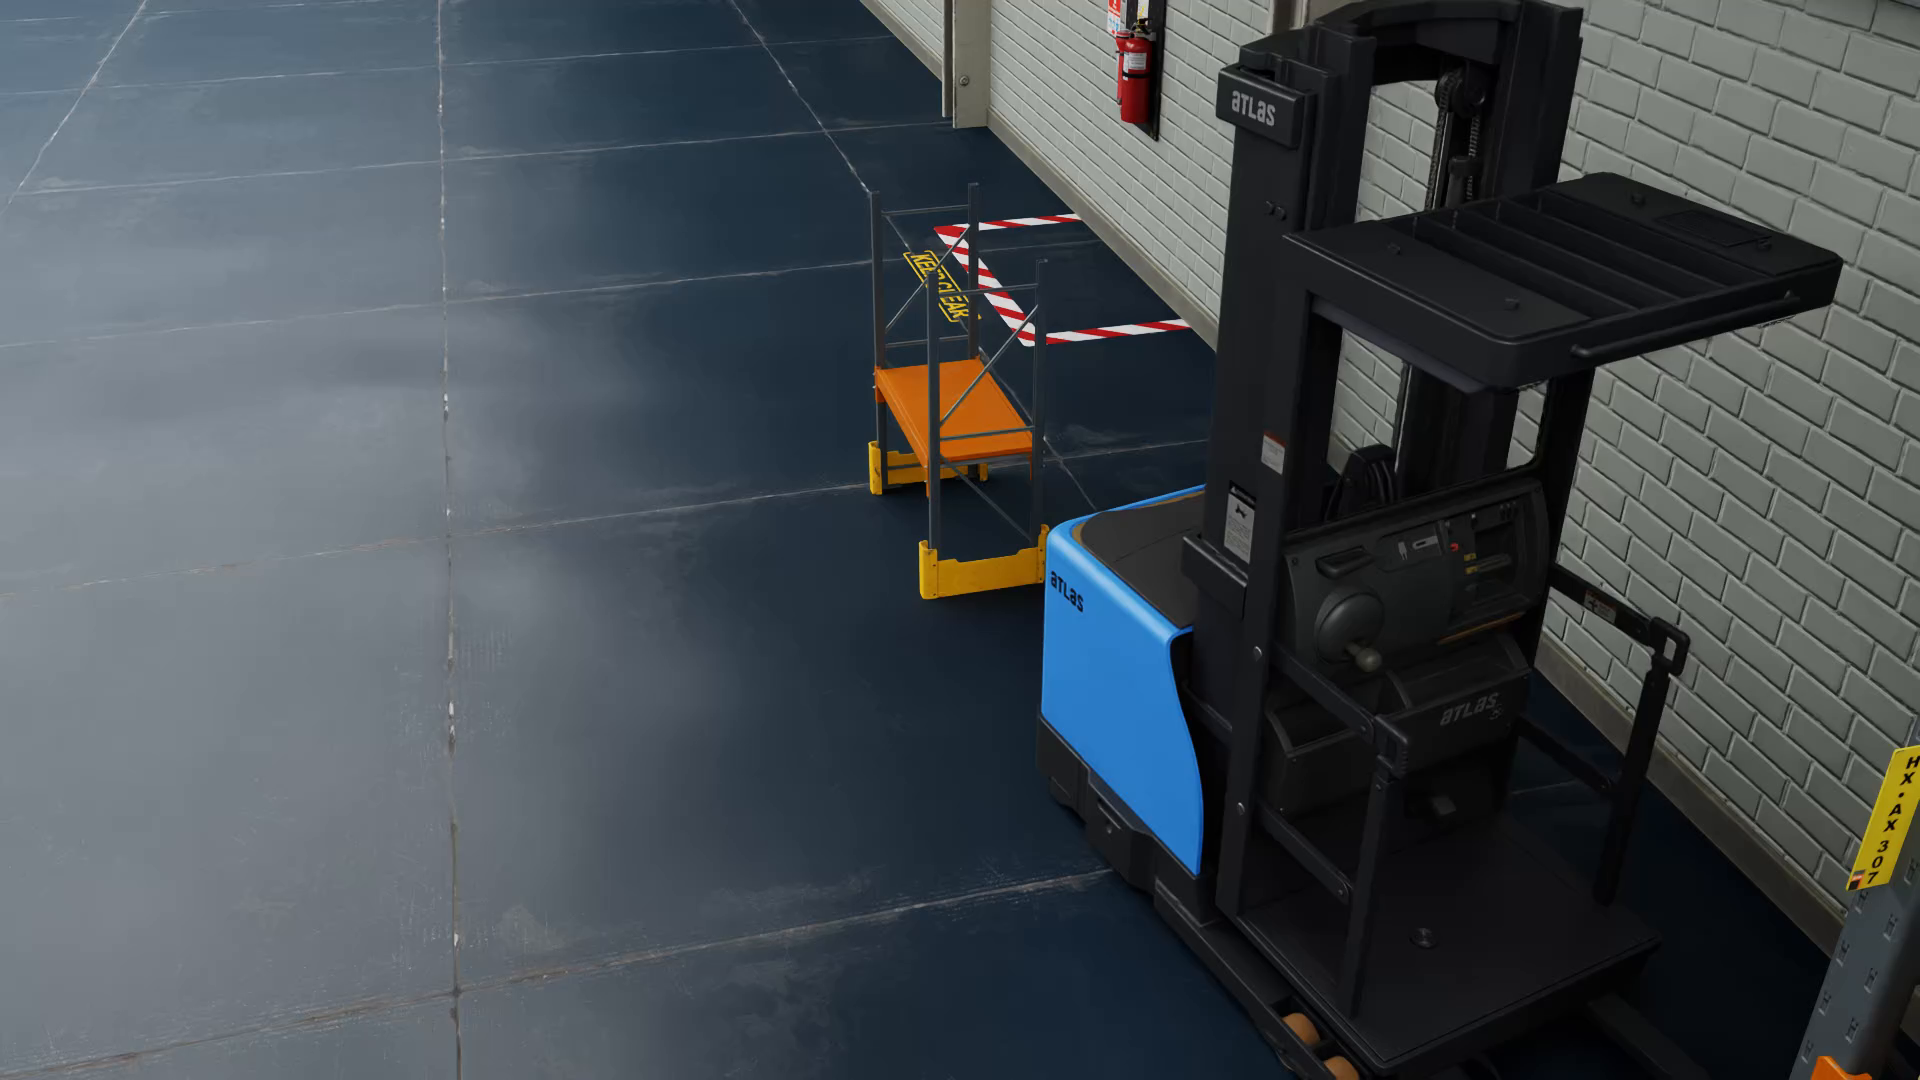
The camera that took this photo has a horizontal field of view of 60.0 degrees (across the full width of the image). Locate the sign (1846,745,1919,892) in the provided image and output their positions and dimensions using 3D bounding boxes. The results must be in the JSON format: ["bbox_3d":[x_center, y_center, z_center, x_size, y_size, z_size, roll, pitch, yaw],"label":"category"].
[{"bbox_3d":[1.694,0.505,3.019,0.100,0.325,0.005,-8,31,-13],"label":"sign"}]

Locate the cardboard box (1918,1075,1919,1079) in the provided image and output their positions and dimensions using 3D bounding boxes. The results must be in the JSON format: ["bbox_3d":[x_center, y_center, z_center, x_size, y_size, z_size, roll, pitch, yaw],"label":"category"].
[{"bbox_3d":[2.041,1.141,2.913,0.500,0.250,0.500,-9,31,-15],"label":"cardboard box"}]

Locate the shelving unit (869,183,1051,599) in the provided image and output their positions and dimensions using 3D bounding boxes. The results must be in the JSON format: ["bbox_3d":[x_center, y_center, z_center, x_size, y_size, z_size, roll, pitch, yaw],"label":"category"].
[{"bbox_3d":[-0.020,-0.686,7.438,0.587,1.500,1.083,-8,31,-13],"label":"shelving unit"}]

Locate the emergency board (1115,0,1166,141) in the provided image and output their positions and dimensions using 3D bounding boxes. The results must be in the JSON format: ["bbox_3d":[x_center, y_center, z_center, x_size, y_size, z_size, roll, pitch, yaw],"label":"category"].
[{"bbox_3d":[1.026,-3.066,10.053,0.194,1.169,0.643,-8,31,-13],"label":"emergency board"}]

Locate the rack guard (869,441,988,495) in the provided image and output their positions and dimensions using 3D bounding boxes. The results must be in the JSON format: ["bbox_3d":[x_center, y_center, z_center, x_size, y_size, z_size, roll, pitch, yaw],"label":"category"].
[{"bbox_3d":[-0.152,-0.386,8.167,0.587,0.250,0.087,-8,31,-13],"label":"rack guard"}]

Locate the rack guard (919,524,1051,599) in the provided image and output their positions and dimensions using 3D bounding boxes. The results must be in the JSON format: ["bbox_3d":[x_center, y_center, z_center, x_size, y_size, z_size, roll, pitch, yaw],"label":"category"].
[{"bbox_3d":[0.112,0.096,7.335,0.587,0.250,0.087,-8,31,-13],"label":"rack guard"}]

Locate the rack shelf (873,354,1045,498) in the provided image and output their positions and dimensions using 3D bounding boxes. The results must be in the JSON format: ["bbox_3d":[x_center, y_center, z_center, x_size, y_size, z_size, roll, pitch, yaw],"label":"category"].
[{"bbox_3d":[-0.023,-0.535,7.536,0.538,0.185,1.000,-8,31,-13],"label":"rack shelf"}]

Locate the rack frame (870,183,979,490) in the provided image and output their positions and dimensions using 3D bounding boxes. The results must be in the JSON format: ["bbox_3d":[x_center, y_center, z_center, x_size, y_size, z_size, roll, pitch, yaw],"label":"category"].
[{"bbox_3d":[-0.158,-0.936,7.870,0.500,1.500,0.032,-8,31,-13],"label":"rack frame"}]

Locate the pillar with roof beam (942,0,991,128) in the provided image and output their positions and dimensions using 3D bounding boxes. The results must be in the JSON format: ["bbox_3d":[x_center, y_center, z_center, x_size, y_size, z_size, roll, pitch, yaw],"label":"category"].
[{"bbox_3d":[-4.098,-6.789,10.497,9.100,9.000,0.400,-8,31,-13],"label":"pillar with roof beam"}]

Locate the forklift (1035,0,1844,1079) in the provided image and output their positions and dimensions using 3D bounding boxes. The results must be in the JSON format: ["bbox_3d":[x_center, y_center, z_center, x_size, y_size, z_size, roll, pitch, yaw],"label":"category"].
[{"bbox_3d":[1.412,0.150,4.565,1.130,2.935,3.031,-15,33,-24],"label":"forklift"}]

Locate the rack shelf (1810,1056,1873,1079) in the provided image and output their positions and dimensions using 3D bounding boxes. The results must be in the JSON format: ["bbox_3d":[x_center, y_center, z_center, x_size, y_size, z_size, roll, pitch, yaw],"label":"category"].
[{"bbox_3d":[2.748,2.085,1.872,1.077,0.370,4.000,-8,31,-13],"label":"rack shelf"}]

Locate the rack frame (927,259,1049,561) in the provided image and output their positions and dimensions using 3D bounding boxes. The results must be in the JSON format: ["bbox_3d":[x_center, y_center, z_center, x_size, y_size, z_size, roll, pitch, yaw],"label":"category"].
[{"bbox_3d":[0.112,-0.445,7.021,0.500,1.500,0.032,-8,31,-13],"label":"rack frame"}]

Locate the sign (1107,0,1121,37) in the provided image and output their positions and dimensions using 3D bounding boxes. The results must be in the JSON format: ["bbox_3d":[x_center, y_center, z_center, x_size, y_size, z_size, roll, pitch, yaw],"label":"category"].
[{"bbox_3d":[0.978,-3.362,10.529,0.001,0.329,0.234,-8,31,-13],"label":"sign"}]

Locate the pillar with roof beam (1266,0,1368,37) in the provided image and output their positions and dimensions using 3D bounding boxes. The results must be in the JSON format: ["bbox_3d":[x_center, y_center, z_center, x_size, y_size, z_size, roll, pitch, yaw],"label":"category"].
[{"bbox_3d":[-2.506,-3.892,5.490,9.100,9.000,0.400,-8,31,-13],"label":"pillar with roof beam"}]
